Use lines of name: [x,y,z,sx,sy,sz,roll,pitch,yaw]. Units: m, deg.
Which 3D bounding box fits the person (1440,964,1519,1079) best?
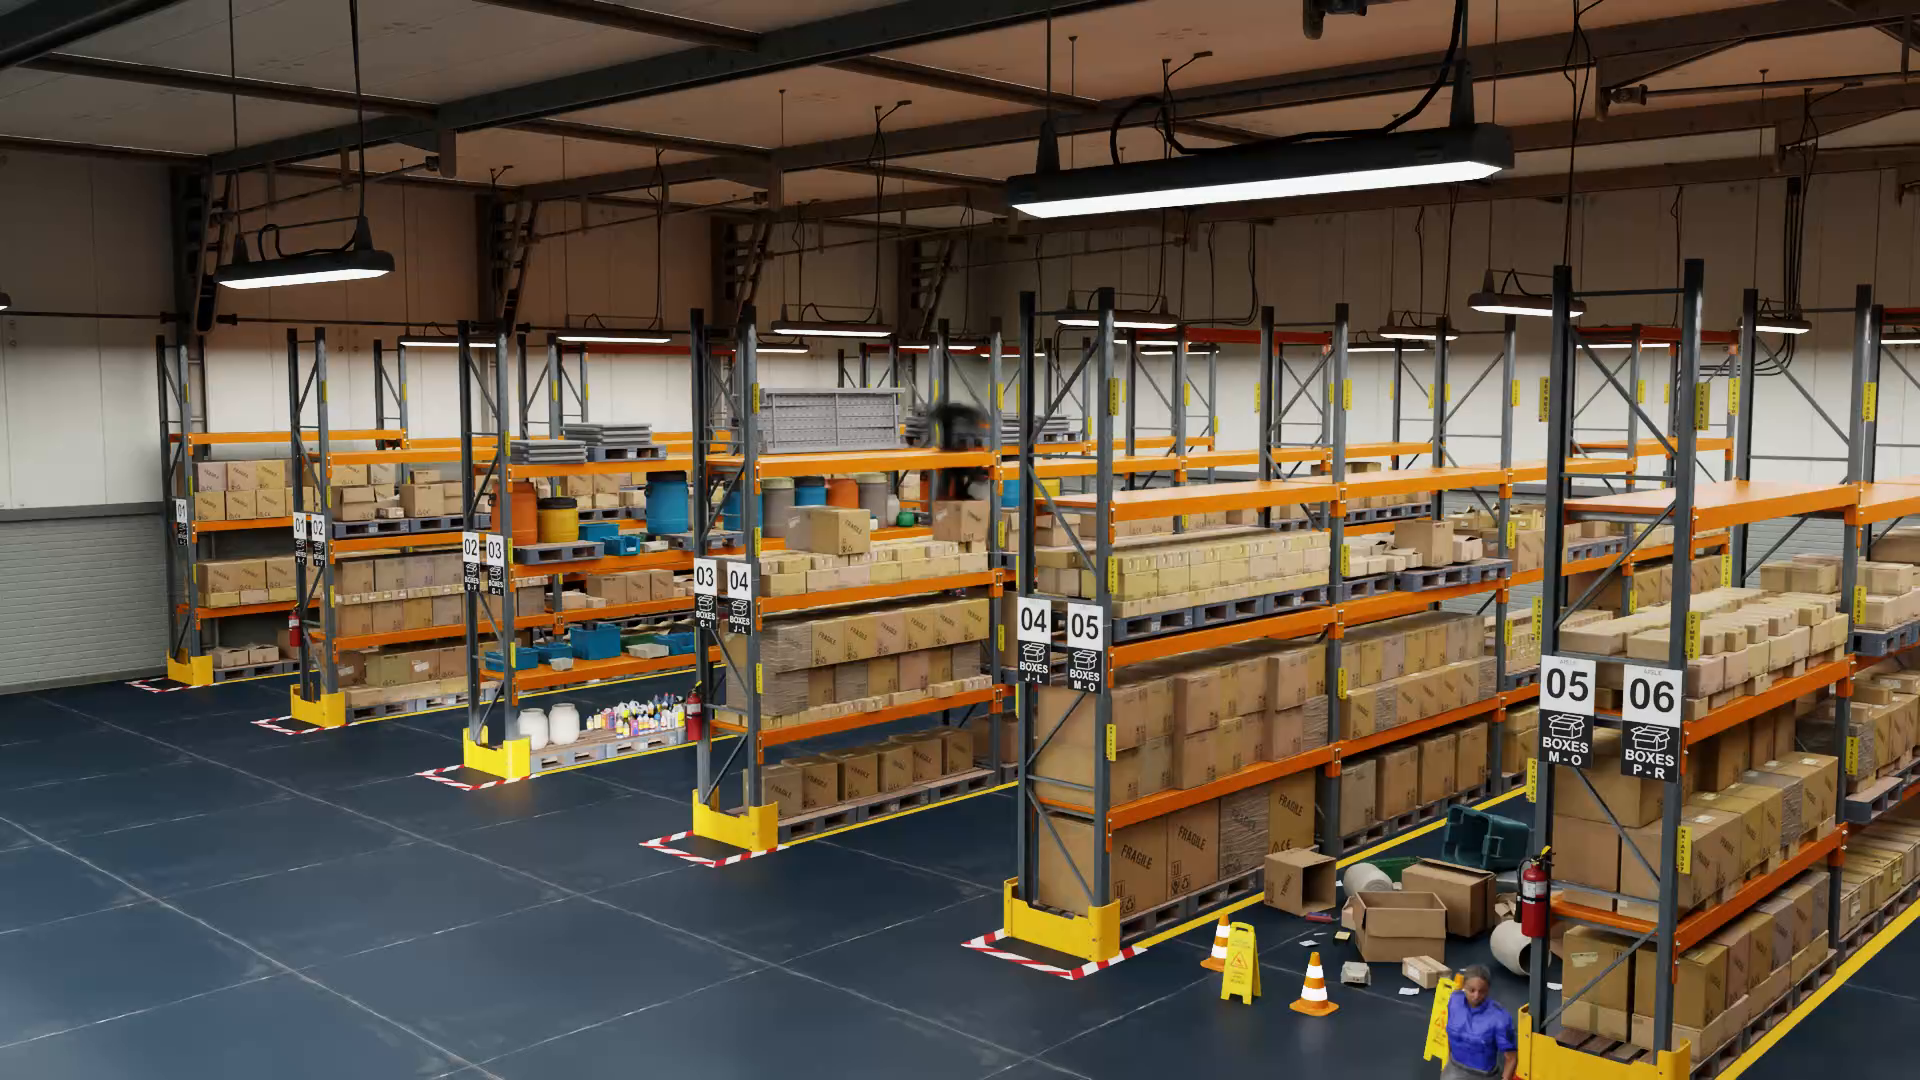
person: [3.244,3.385,10.402,0.548,1.605,0.756,4,7,35]
